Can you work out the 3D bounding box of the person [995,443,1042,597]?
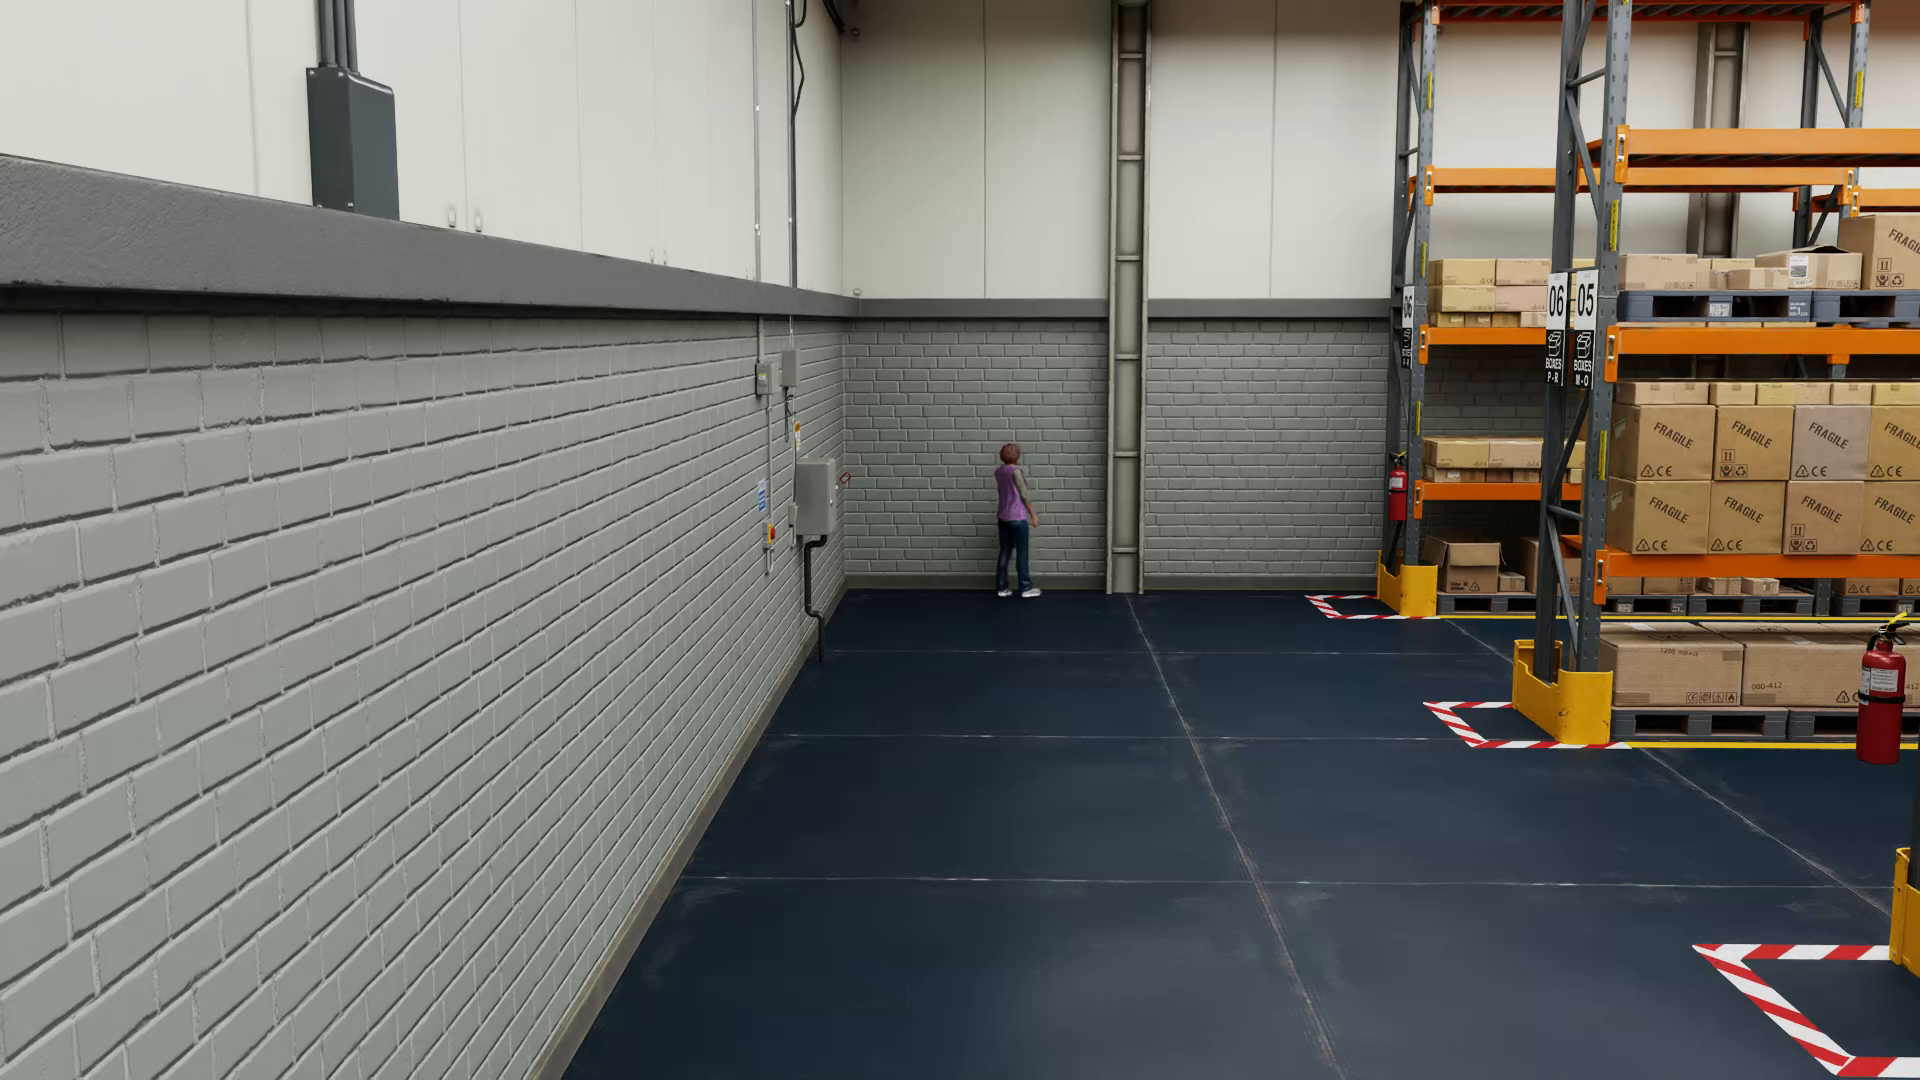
[{"bbox_3d":[0.598,-0.208,17.269,0.450,1.604,0.438,-5,9,-35],"label":"person"}]
